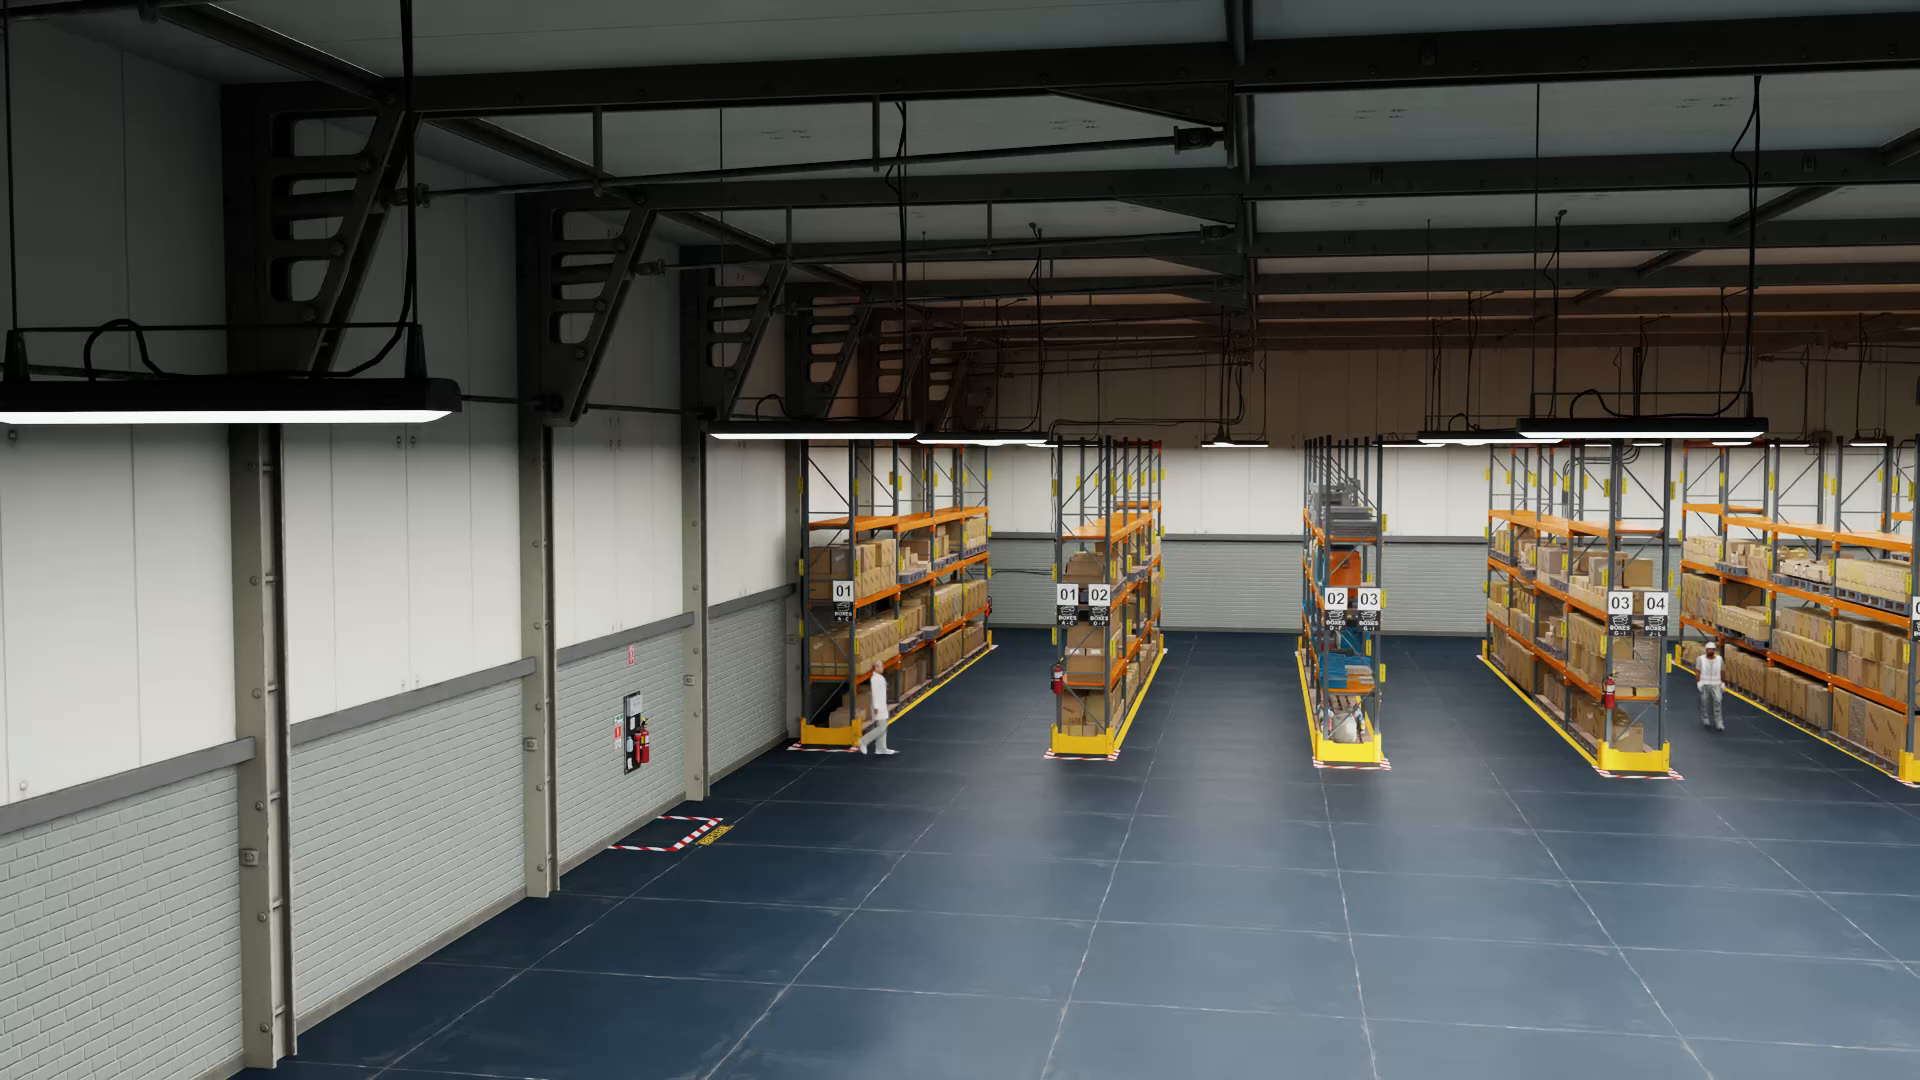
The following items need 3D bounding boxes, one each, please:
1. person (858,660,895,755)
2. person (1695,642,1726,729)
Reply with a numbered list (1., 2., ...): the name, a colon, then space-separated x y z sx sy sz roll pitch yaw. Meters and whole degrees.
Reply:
1. person: -1.568 3.137 31.130 0.681 1.770 0.605 0 3 3
2. person: 15.428 2.971 34.164 0.590 1.740 0.923 1 3 20
